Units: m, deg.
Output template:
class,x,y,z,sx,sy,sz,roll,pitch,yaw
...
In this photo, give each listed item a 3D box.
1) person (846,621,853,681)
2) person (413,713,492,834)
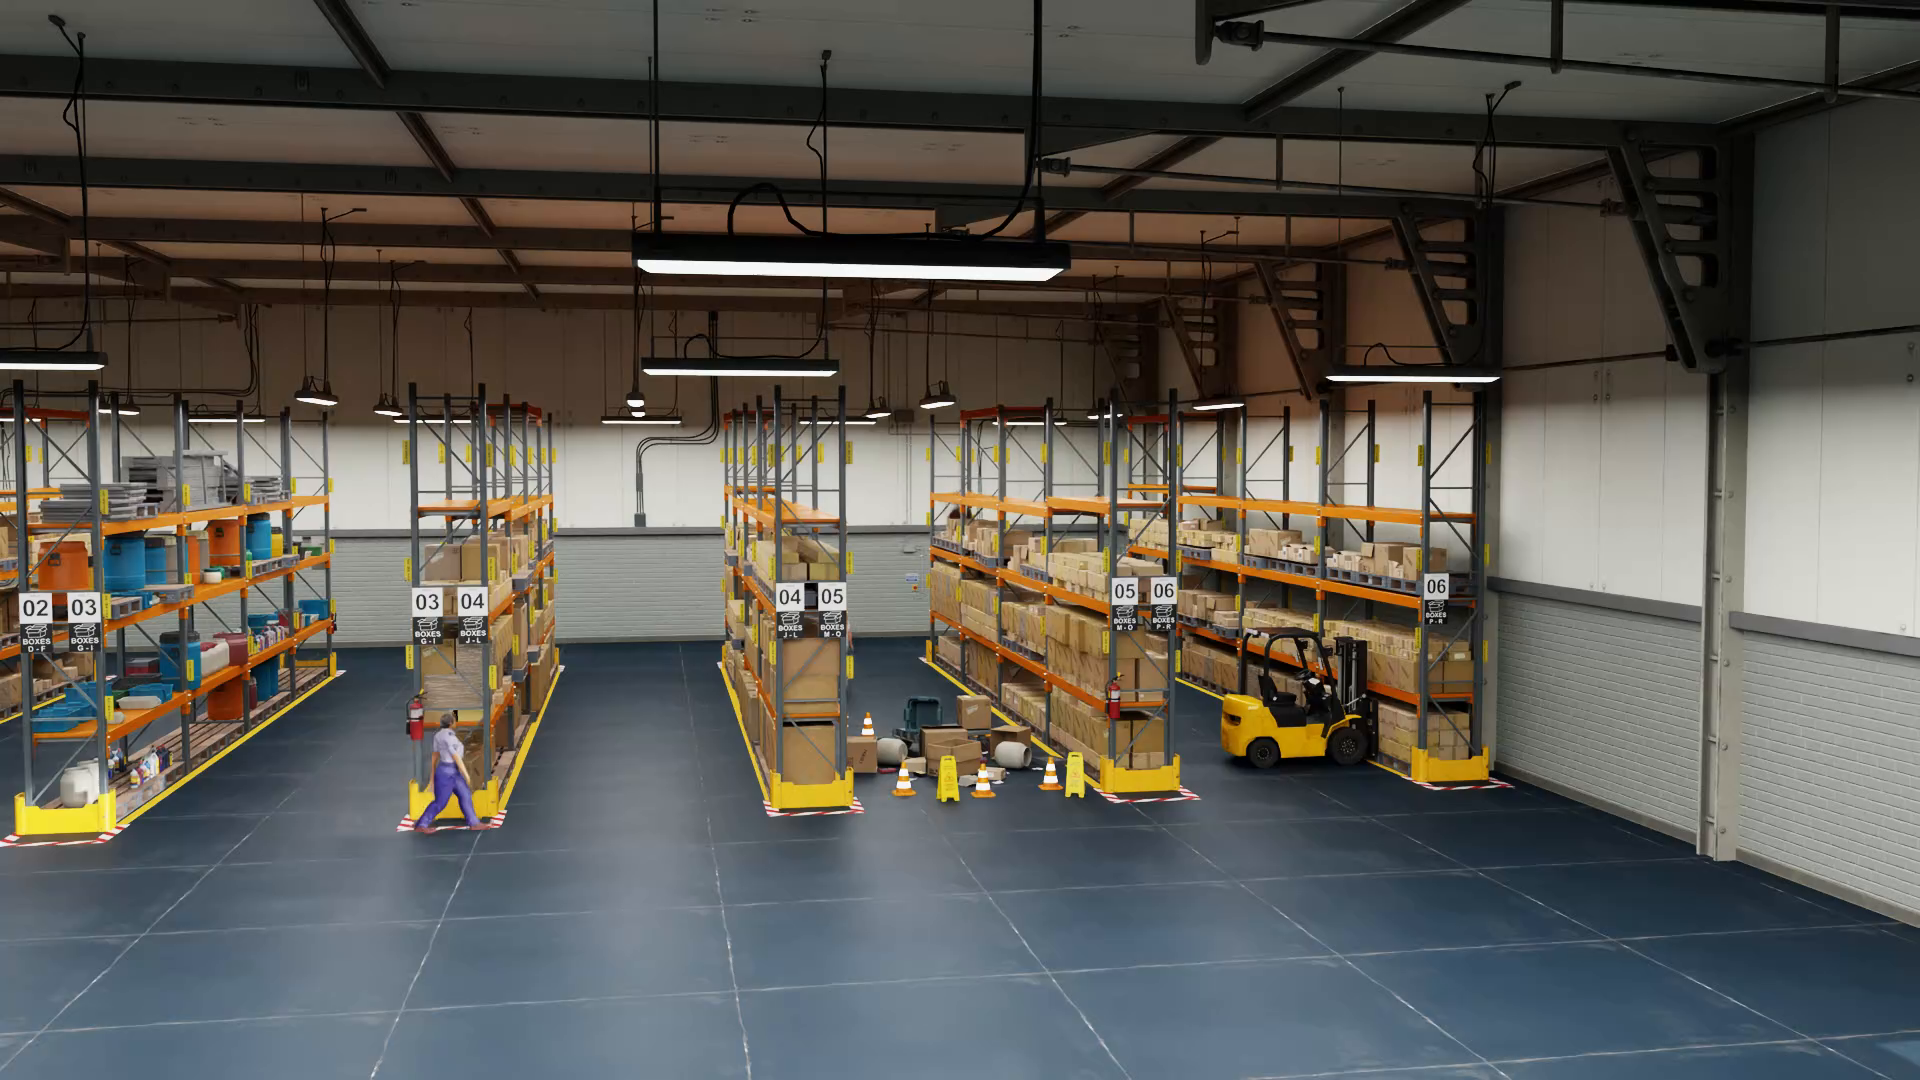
class,x,y,z,sx,sy,sz,roll,pitch,yaw
person,-2.563,2.313,35.947,0.457,1.689,0.743,-1,3,-12
person,-6.708,3.089,21.960,0.979,1.575,0.473,0,3,-9
